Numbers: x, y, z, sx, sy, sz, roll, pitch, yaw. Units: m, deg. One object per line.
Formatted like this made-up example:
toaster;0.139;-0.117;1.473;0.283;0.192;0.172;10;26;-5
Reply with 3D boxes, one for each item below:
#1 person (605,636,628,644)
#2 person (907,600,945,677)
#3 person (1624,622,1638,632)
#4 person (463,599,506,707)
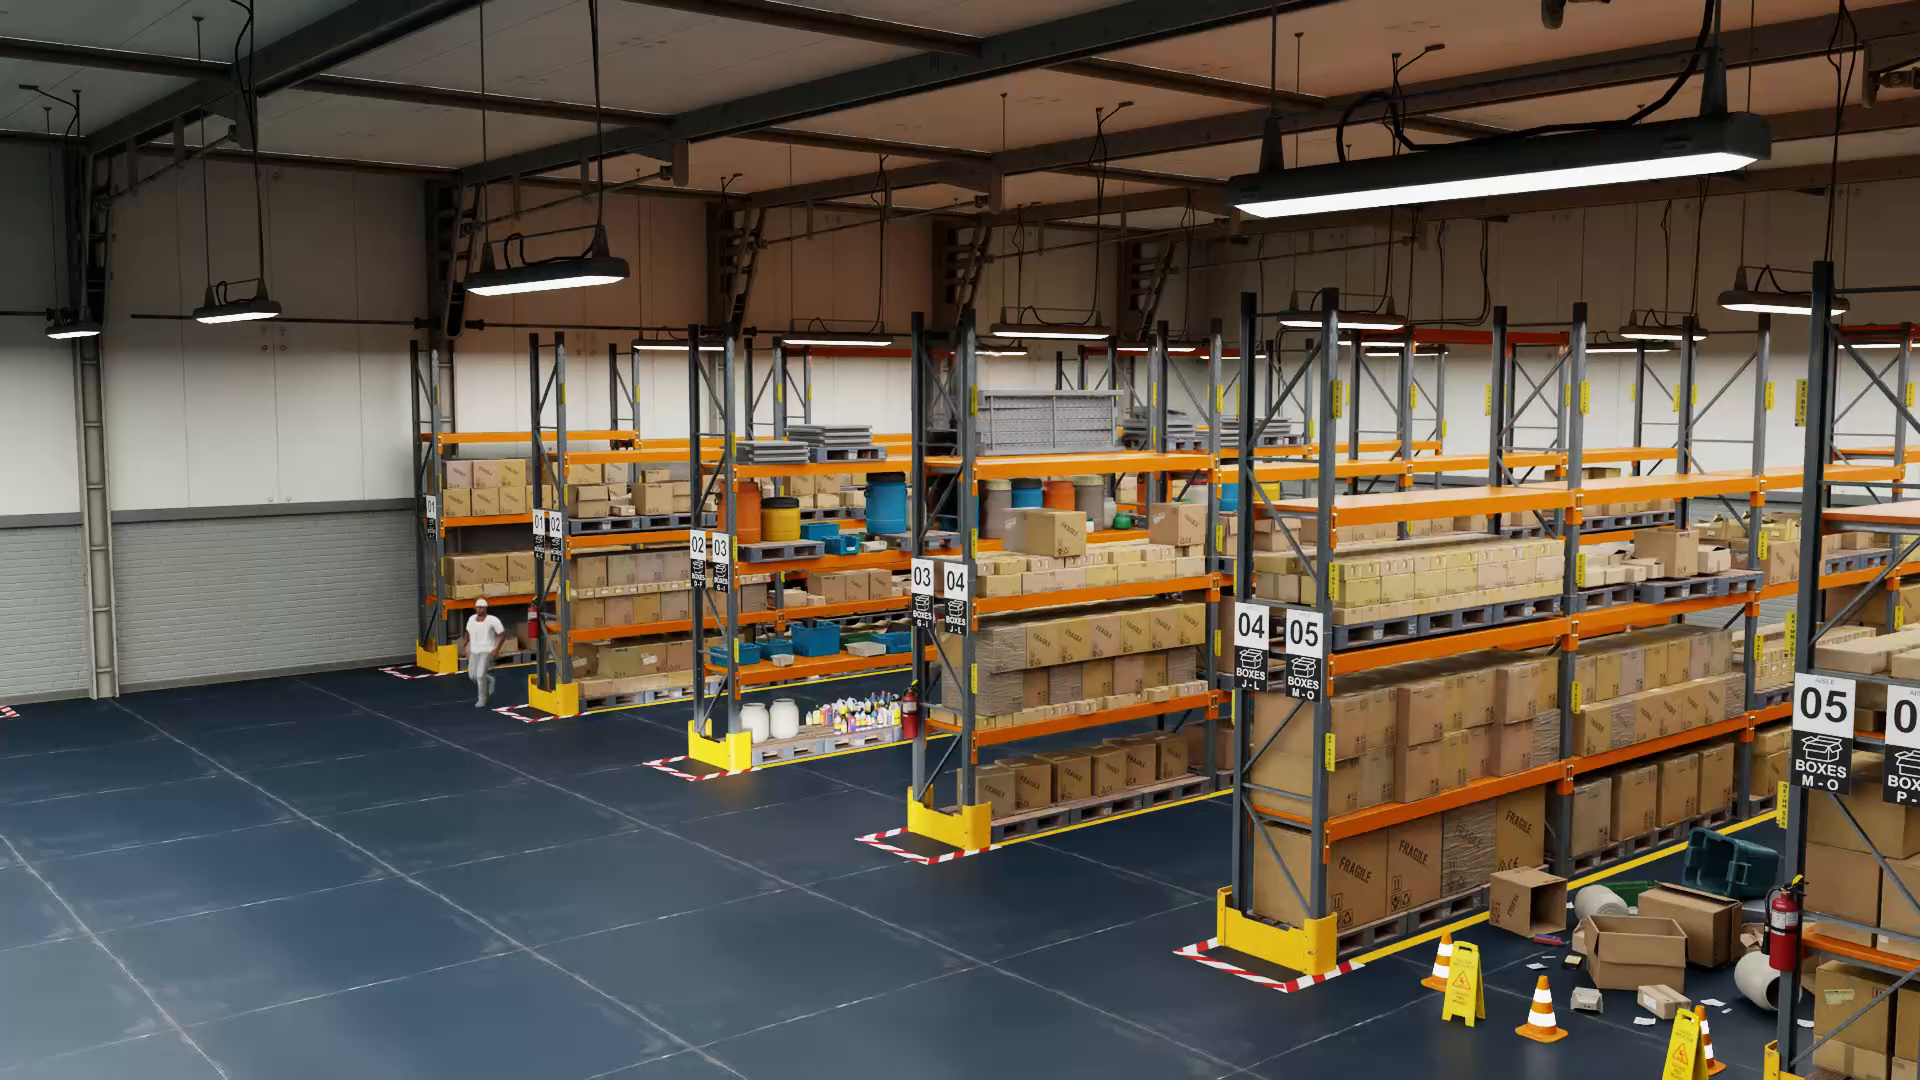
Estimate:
person;-6.088;1.587;29.573;0.552;1.662;0.628;2;6;23
person;-0.574;1.411;28.045;0.631;1.856;0.670;5;7;41
person;10.229;2.035;25.331;0.717;1.597;0.521;-4;7;-39
person;-7.748;1.814;27.046;0.736;1.736;0.603;2;6;20
